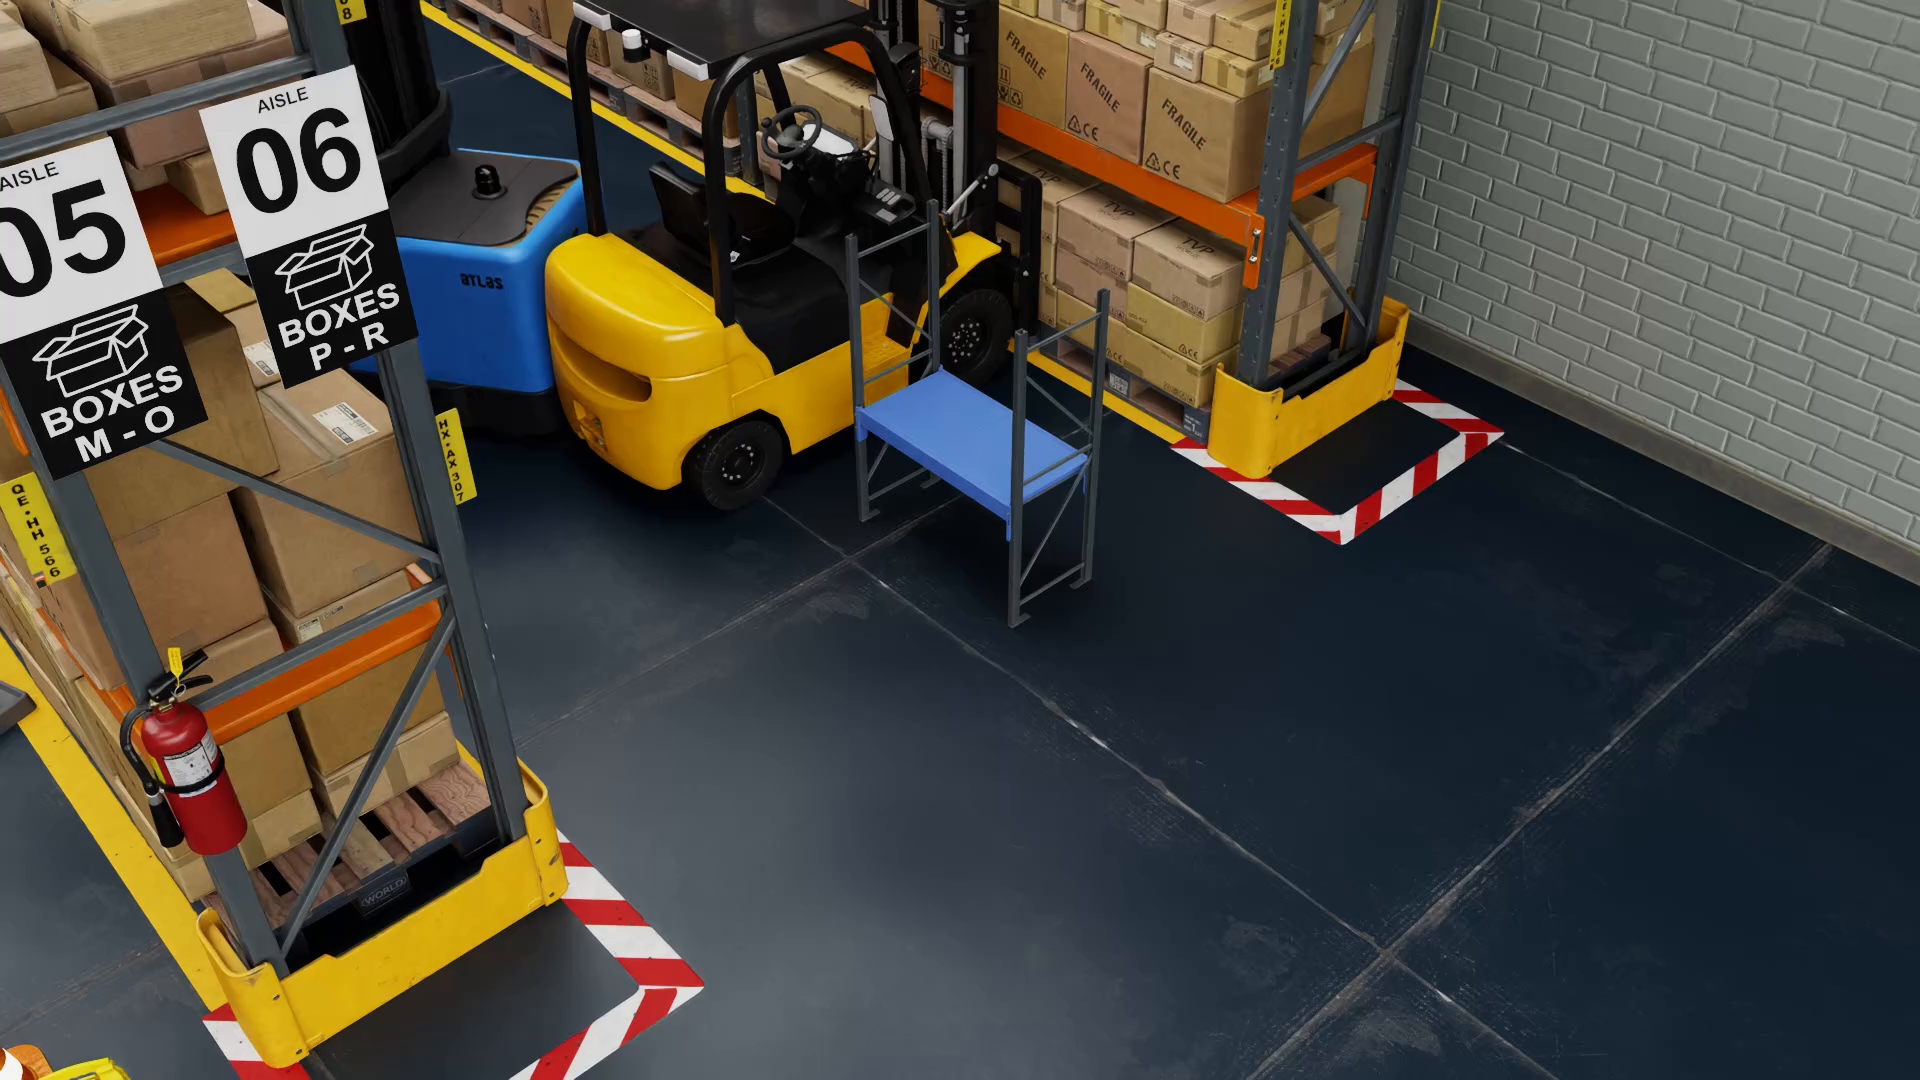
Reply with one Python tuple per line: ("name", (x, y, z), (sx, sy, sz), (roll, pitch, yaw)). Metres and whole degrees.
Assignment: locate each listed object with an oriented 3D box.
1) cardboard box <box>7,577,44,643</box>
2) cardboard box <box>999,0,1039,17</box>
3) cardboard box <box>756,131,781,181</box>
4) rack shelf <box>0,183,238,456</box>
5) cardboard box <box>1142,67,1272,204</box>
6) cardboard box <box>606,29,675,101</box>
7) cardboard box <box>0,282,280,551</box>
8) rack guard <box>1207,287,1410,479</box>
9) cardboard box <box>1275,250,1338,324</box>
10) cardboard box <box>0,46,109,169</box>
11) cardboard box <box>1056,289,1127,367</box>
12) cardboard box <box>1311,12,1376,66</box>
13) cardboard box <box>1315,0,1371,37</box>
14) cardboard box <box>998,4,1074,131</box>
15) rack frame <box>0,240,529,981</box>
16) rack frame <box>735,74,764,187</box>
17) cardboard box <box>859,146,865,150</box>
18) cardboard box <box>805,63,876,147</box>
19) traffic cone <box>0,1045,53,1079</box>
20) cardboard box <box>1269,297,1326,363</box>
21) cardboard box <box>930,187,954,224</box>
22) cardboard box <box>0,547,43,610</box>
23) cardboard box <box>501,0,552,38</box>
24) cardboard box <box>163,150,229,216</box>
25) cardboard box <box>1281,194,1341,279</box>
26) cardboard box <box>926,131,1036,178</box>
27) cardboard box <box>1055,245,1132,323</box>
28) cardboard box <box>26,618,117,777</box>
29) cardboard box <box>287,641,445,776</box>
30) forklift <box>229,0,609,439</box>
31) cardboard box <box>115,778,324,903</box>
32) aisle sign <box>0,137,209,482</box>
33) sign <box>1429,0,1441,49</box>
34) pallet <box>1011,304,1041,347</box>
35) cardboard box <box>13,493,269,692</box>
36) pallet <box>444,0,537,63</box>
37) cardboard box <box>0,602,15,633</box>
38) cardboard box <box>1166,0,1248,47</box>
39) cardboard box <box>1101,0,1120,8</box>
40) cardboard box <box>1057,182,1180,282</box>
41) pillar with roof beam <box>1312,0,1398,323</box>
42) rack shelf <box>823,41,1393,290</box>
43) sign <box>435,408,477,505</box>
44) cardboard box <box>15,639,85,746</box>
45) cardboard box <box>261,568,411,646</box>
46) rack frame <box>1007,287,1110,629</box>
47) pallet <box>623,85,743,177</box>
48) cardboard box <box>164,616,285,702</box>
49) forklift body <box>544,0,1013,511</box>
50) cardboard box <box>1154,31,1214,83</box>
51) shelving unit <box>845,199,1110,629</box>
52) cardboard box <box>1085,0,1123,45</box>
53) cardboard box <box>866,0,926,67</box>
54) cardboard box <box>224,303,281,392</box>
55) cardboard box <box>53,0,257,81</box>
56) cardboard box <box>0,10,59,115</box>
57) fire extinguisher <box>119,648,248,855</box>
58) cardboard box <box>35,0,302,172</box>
("cardboard box", (-3.118, 0.168, 5.895), (0.380, 0.149, 0.250), (-29, 47, -31))
("cardboard box", (0.408, -2.702, 8.112), (0.380, 0.149, 0.250), (-30, 47, -31))
("cardboard box", (-0.887, -2.366, 10.147), (0.500, 0.250, 0.500), (-29, 47, -31))
("rack shelf", (-3.272, -1.488, 5.390), (1.077, 0.370, 4.000), (-30, 48, -32))
("cardboard box", (1.208, -1.941, 7.686), (0.500, 0.500, 0.500), (-31, 48, -33))
("cardboard box", (-1.851, -3.476, 11.222), (0.875, 0.625, 0.625), (-30, 48, -32))
("cardboard box", (-2.425, -0.362, 4.699), (0.700, 0.500, 0.500), (-31, 48, -33))
("rack guard", (1.751, -0.802, 8.346), (1.175, 0.500, 0.348), (-30, 48, -32))
("cardboard box", (1.570, -1.380, 8.528), (0.500, 0.250, 0.500), (-29, 47, -31))
("cardboard box", (-2.464, -1.022, 4.123), (0.500, 0.250, 0.500), (-31, 48, -32))
("cardboard box", (0.855, -1.197, 8.699), (0.500, 0.250, 0.500), (-30, 48, -32))
("cardboard box", (1.696, -2.344, 7.670), (0.380, 0.149, 0.250), (-31, 48, -33))
("cardboard box", (1.665, -2.439, 7.550), (0.380, 0.149, 0.250), (-31, 48, -32))
("cardboard box", (0.517, -2.422, 8.282), (0.500, 0.500, 0.500), (-31, 48, -32))
("rack frame", (-1.919, 0.325, 4.960), (1.000, 3.000, 0.127), (-30, 48, -32))
("rack frame", (-0.971, -3.637, 9.866), (1.000, 3.000, 0.127), (-30, 48, -32))
("cardboard box", (-0.529, -2.338, 9.714), (0.500, 0.250, 0.500), (-30, 48, -32))
("cardboard box", (-0.536, -2.522, 9.543), (0.500, 0.250, 0.500), (-30, 48, -32))
("traffic cone", (-3.160, 1.661, 5.325), (0.336, 0.463, 0.334), (-30, 48, -32))
("cardboard box", (1.546, -1.190, 8.690), (0.500, 0.250, 0.500), (-30, 48, -32))
("cardboard box", (0.144, -1.866, 9.130), (0.500, 0.250, 0.500), (-30, 48, -32))
("cardboard box", (-2.937, 0.037, 5.517), (0.380, 0.149, 0.250), (-29, 47, -31))
("cardboard box", (-2.817, -4.134, 12.038), (0.875, 0.625, 0.625), (-28, 47, -30))
("cardboard box", (-1.904, -1.036, 4.457), (0.380, 0.149, 0.250), (-30, 48, -32))
("cardboard box", (1.549, -1.571, 8.367), (0.500, 0.250, 0.500), (-31, 48, -32))
("cardboard box", (0.158, -2.050, 8.959), (0.500, 0.250, 0.500), (-31, 48, -33))
("cardboard box", (0.844, -1.403, 8.556), (0.500, 0.250, 0.500), (-30, 48, -32))
("cardboard box", (-3.008, 0.440, 6.076), (0.500, 0.500, 0.500), (-28, 47, -30))
("cardboard box", (-2.277, 0.438, 6.078), (0.500, 0.500, 0.500), (-32, 49, -33))
("forklift", (-3.375, -2.129, 8.054), (3.031, 2.935, 1.130), (8, 40, 10))
("cardboard box", (-2.680, 0.961, 6.027), (0.500, 0.250, 0.500), (-30, 48, -32))
("aisle sign", (-2.091, -0.534, 3.955), (0.394, 0.787, 0.004), (-30, 48, -32))
("sign", (2.147, -2.387, 7.566), (0.100, 0.325, 0.005), (-30, 48, -32))
("pallet", (0.366, -1.602, 9.565), (1.003, 0.211, 1.213), (-30, 48, -32))
("cardboard box", (-2.489, 0.036, 5.001), (0.500, 0.500, 0.500), (-31, 48, -32))
("pallet", (-3.148, -4.006, 12.542), (1.003, 0.211, 1.213), (-30, 48, -32))
("cardboard box", (-3.704, -0.040, 6.670), (0.500, 0.500, 0.500), (-27, 46, -30))
("cardboard box", (1.147, -2.370, 7.465), (0.380, 0.149, 0.250), (-30, 48, -32))
("cardboard box", (0.837, -2.626, 7.782), (0.380, 0.149, 0.250), (-30, 47, -31))
("cardboard box", (0.844, -1.583, 8.381), (0.500, 0.250, 0.500), (-29, 47, -31))
("pillar with roof beam", (-1.243, -2.996, 4.297), (9.100, 9.000, 0.400), (-30, 48, -32))
("rack shelf", (0.382, -2.432, 8.946), (1.077, 0.370, 4.000), (-30, 48, -32))
("sign", (-1.520, -0.242, 4.974), (0.100, 0.325, 0.005), (-30, 48, -32))
("cardboard box", (-3.367, 0.489, 6.612), (0.500, 0.250, 0.500), (-32, 49, -33))
("cardboard box", (-1.996, 0.178, 5.343), (0.380, 0.149, 0.250), (-30, 48, -32))
("rack frame", (0.401, -0.309, 6.939), (0.500, 1.500, 0.032), (-30, 48, -32))
("pallet", (-1.498, -2.877, 11.144), (1.003, 0.211, 1.213), (-30, 48, -32))
("cardboard box", (-2.330, 0.341, 5.141), (0.380, 0.149, 0.250), (-28, 47, -30))
("forklift body", (-0.892, -1.558, 7.967), (2.313, 2.155, 1.214), (-30, 48, -32))
("cardboard box", (1.099, -2.224, 7.521), (0.380, 0.149, 0.250), (-29, 47, -31))
("shelving unit", (0.058, -0.544, 7.230), (0.538, 1.500, 1.048), (-30, 48, -32))
("cardboard box", (0.809, -2.490, 7.850), (0.380, 0.149, 0.250), (-30, 48, -32))
("cardboard box", (-0.155, -2.892, 8.864), (0.500, 0.500, 0.500), (-30, 48, -32))
("cardboard box", (-2.388, -0.405, 5.548), (0.500, 0.500, 0.500), (-28, 47, -31))
("cardboard box", (-2.009, -1.305, 4.157), (0.380, 0.149, 0.250), (-30, 48, -32))
("cardboard box", (-2.365, -1.085, 3.884), (0.380, 0.149, 0.250), (-29, 47, -31))
("fire extinguisher", (-2.181, 0.604, 4.676), (0.296, 0.674, 0.183), (-30, 48, -32))
("cardboard box", (-2.063, -1.245, 4.400), (0.500, 0.250, 0.500), (-31, 48, -32))
